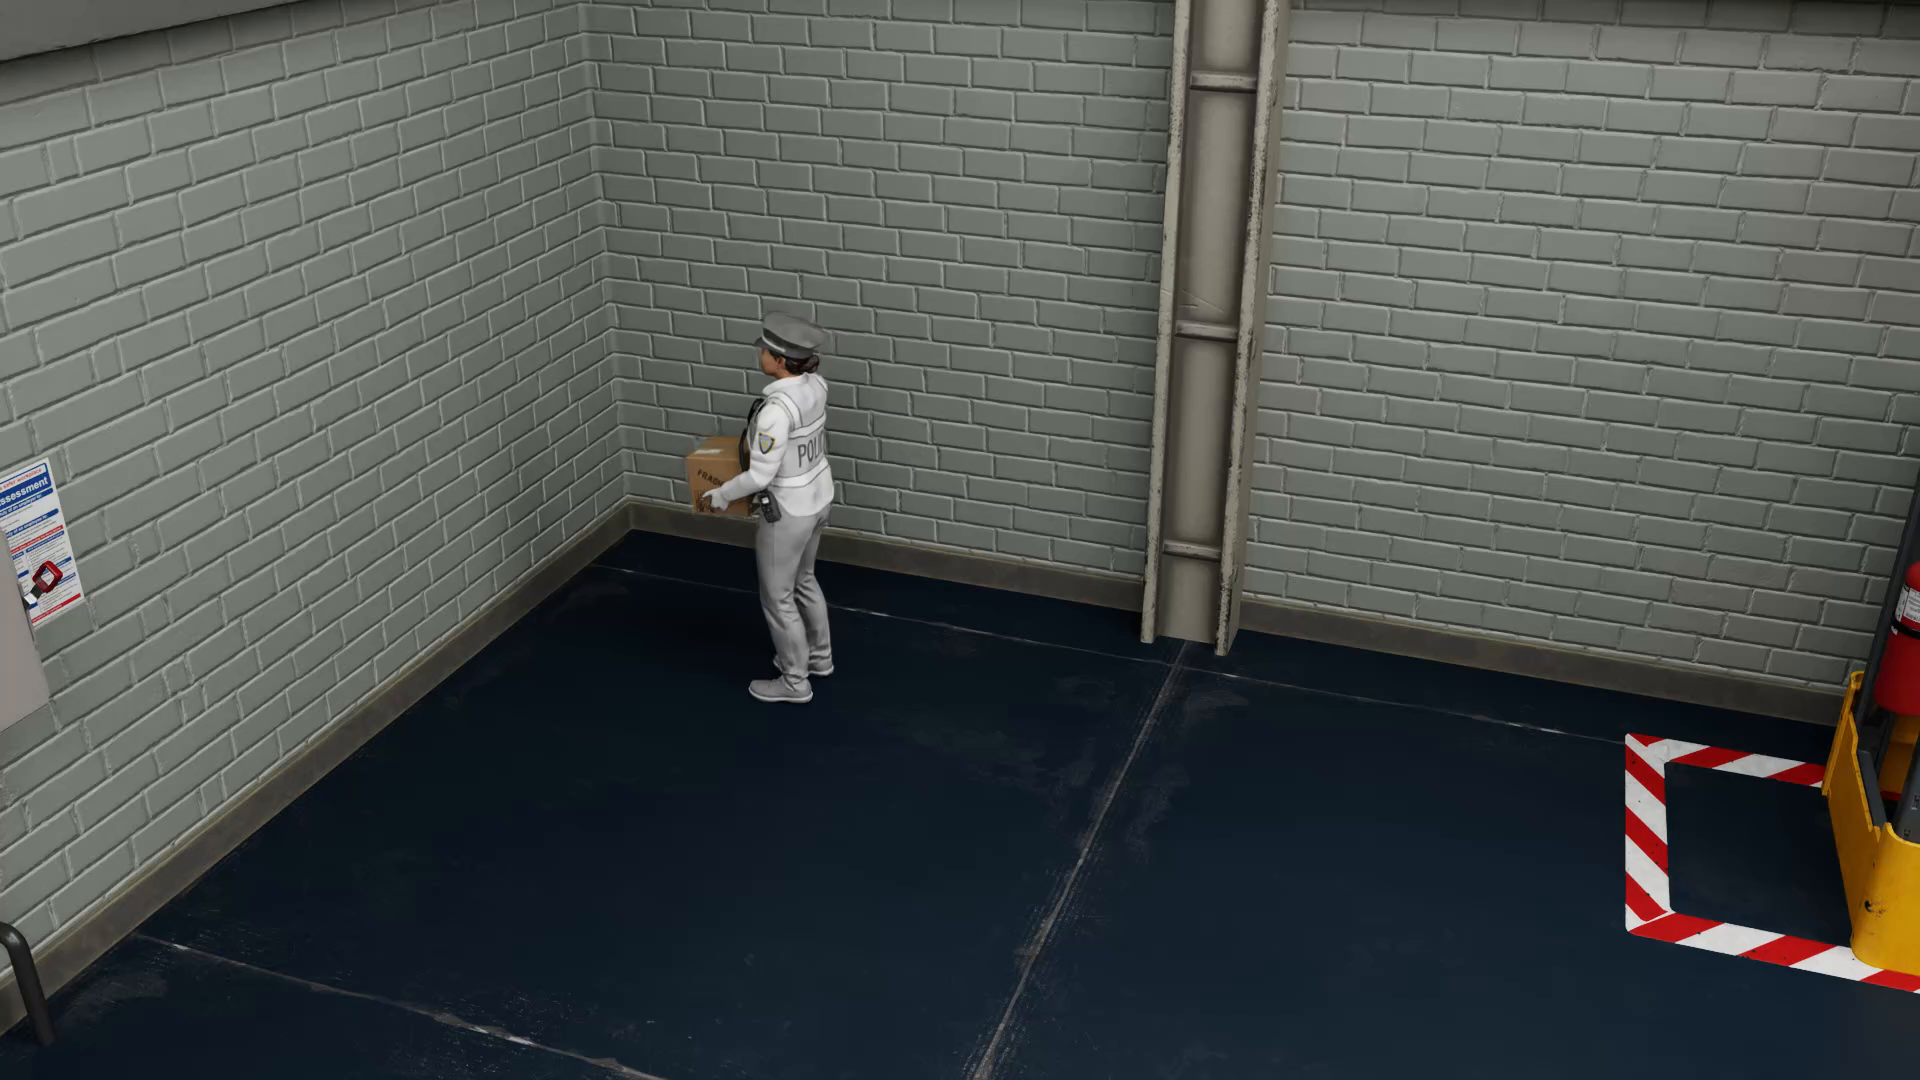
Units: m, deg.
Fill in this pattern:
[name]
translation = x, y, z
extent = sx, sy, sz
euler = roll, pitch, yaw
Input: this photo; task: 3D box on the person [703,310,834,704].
[person]
translation = -0.771, -0.138, 6.859
extent = 0.504, 1.692, 0.486
euler = 9, 27, 17
